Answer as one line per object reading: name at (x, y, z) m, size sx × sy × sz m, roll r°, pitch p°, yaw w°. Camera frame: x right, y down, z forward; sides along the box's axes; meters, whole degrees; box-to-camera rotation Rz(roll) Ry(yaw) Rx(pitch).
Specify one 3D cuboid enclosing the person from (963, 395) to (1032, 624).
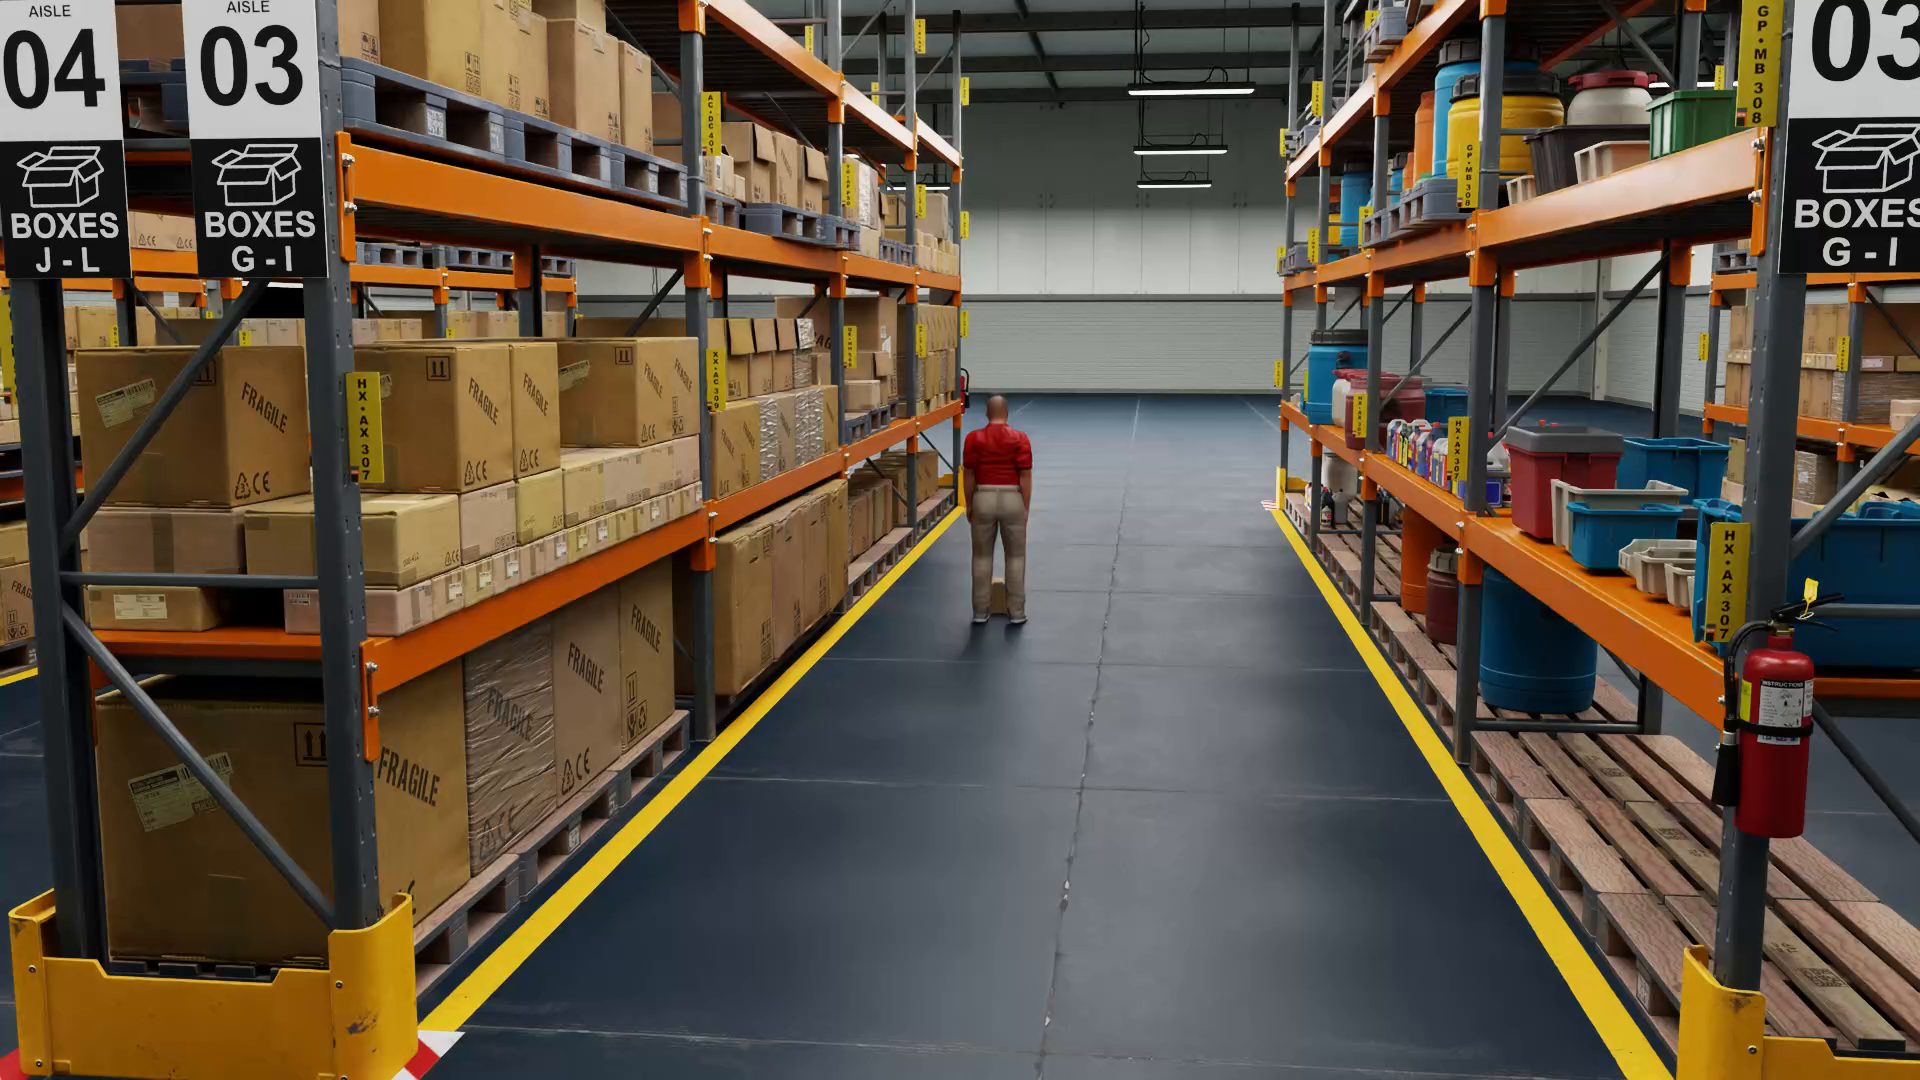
person at (0.287, -0.231, 12.593) m, size 0.529 × 1.730 × 0.370 m, roll 1°, pitch 8°, yaw 7°
